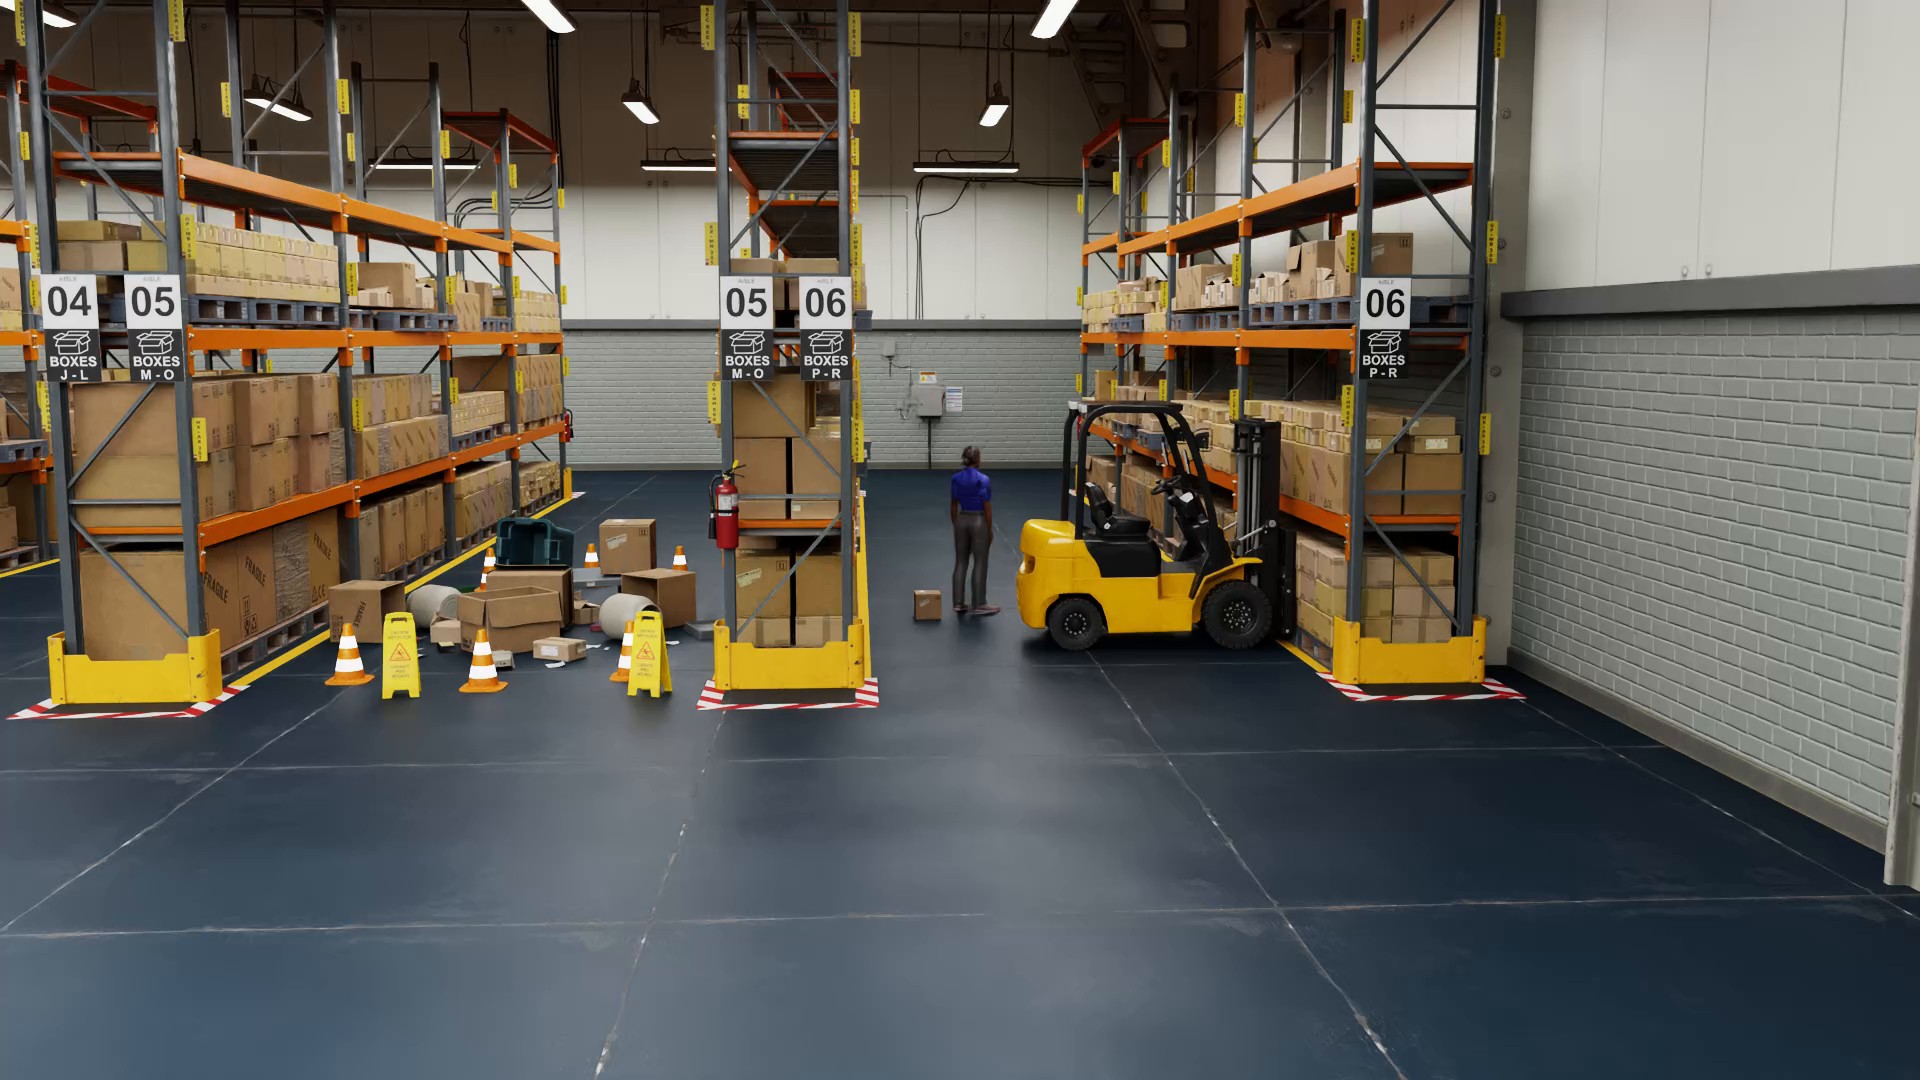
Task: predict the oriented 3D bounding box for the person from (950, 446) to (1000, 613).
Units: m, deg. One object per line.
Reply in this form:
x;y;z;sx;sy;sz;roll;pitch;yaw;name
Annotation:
0.143;-0.108;16.525;0.507;1.658;0.297;4;8;28;person
